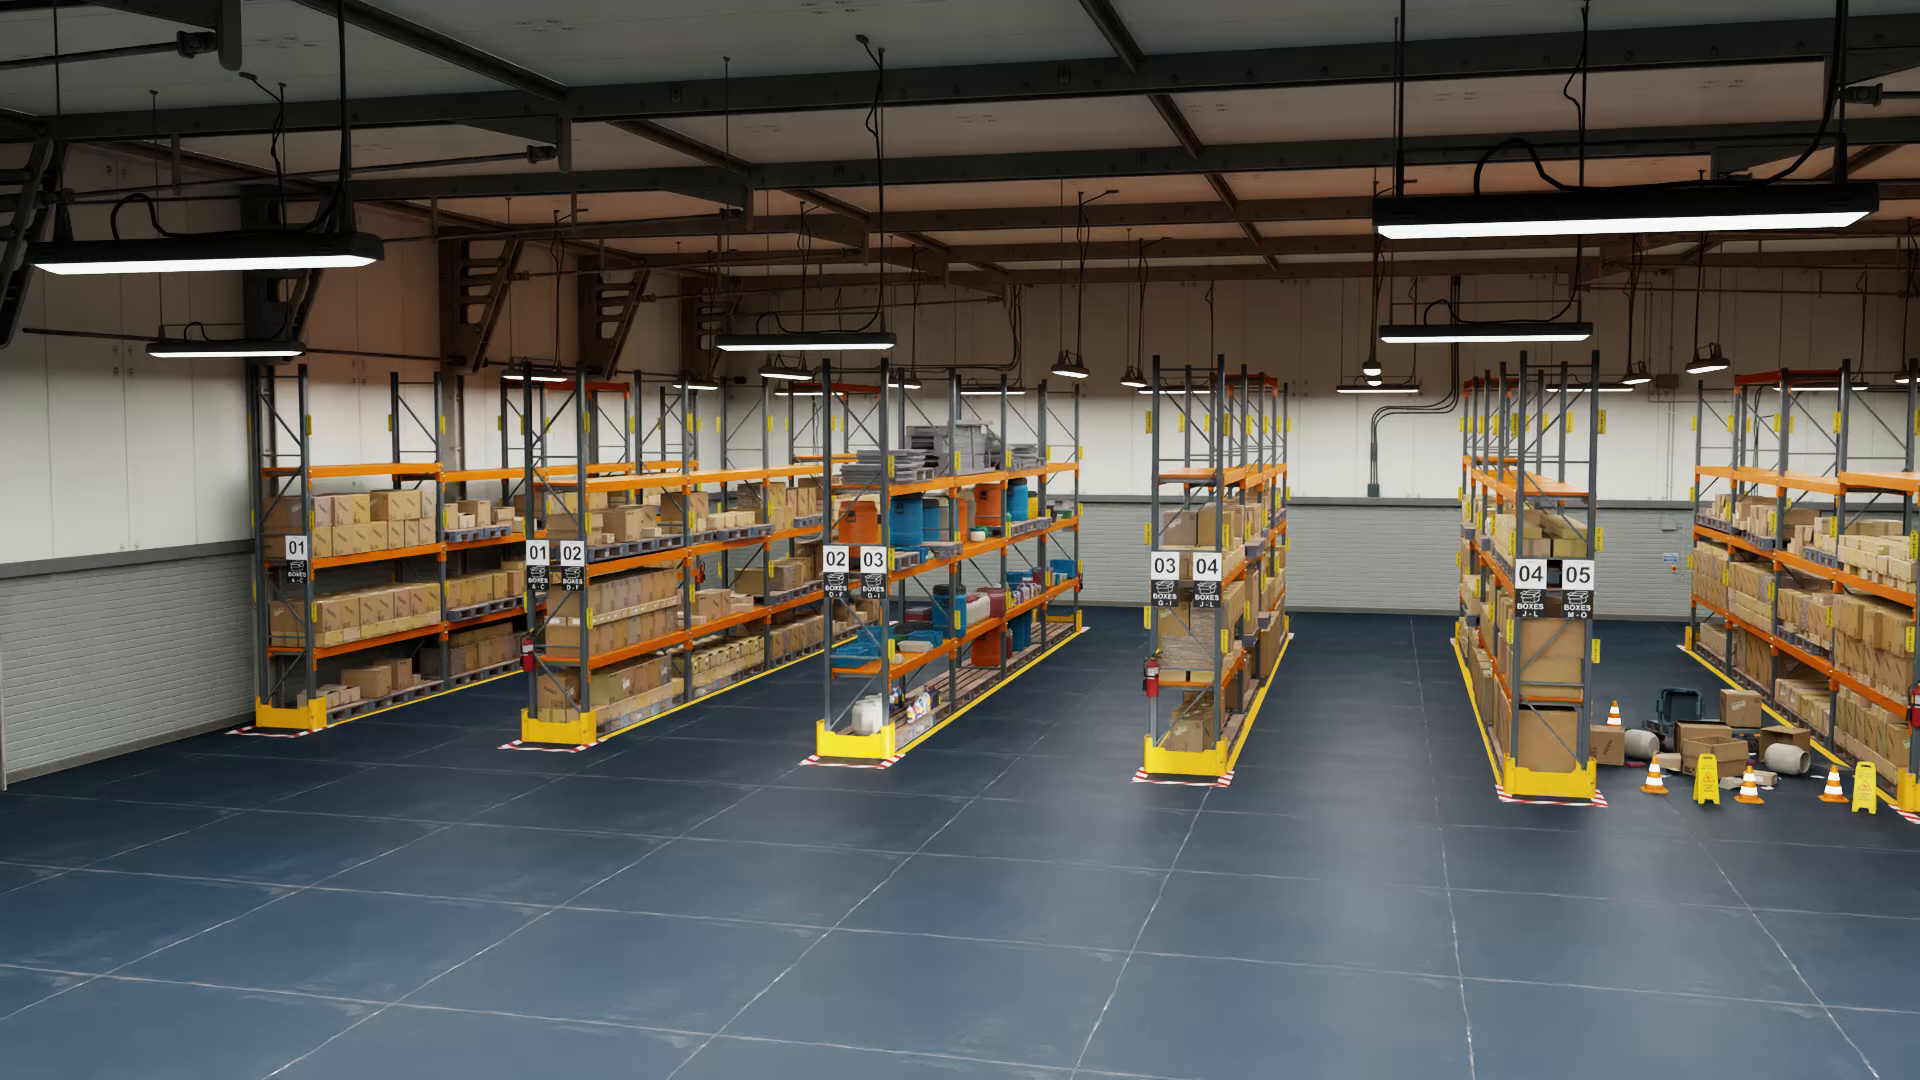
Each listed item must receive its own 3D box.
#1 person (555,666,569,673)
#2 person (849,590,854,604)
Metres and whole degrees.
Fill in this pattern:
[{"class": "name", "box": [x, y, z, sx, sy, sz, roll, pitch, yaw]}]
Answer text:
[{"class": "person", "box": [-7.983, 1.862, 33.493, 0.496, 1.644, 0.445, 2, 5, 30]}, {"class": "person", "box": [-2.997, 1.153, 44.603, 0.521, 1.513, 0.788, 2, 4, 25]}]
